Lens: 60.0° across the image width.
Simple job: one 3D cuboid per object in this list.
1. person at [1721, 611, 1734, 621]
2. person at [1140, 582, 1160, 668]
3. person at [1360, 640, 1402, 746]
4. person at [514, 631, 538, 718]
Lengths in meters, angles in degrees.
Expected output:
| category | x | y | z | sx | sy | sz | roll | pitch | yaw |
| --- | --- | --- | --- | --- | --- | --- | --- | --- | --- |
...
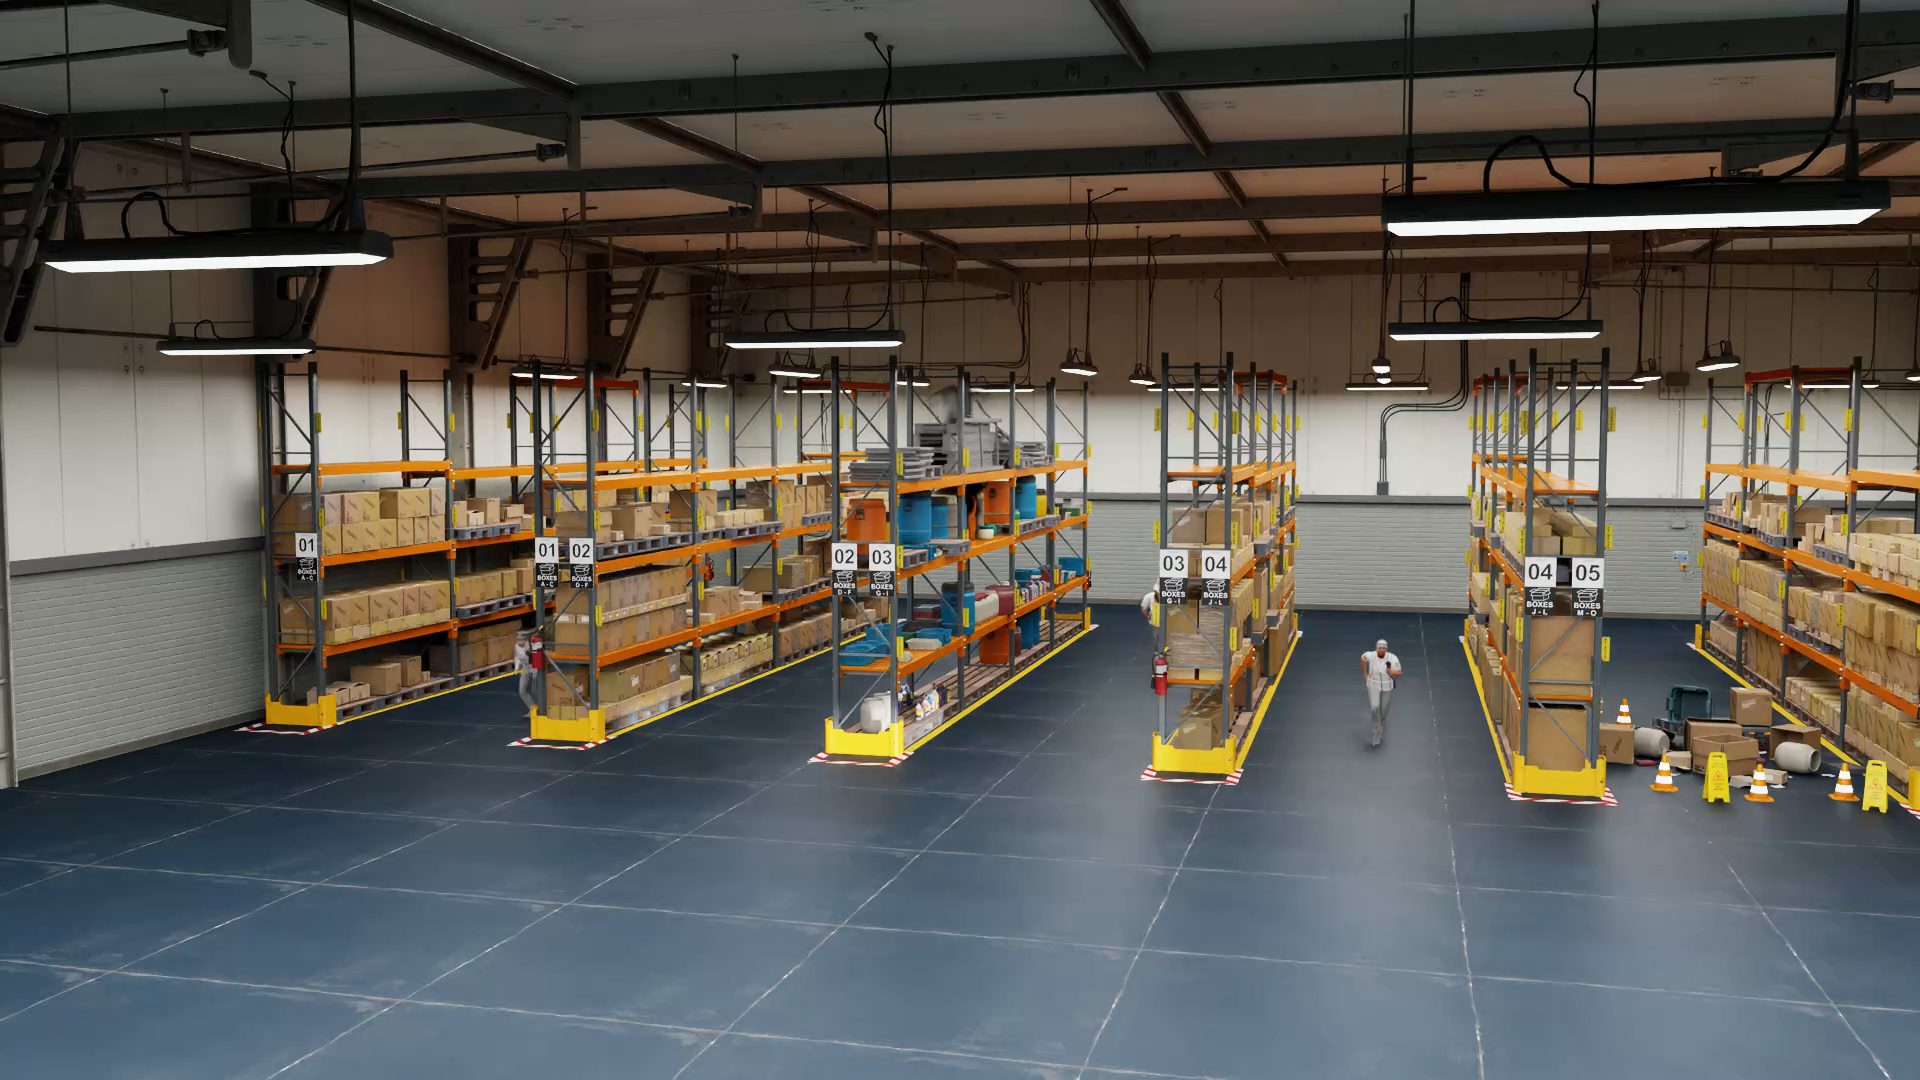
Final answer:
| category | x | y | z | sx | sy | sz | roll | pitch | yaw |
| --- | --- | --- | --- | --- | --- | --- | --- | --- | --- |
| person | 17.542 | 1.551 | 37.693 | 0.545 | 1.595 | 0.609 | 2 | 5 | 30 |
| person | 3.932 | 1.642 | 32.838 | 0.743 | 1.680 | 1.038 | 0 | 4 | 4 |
| person | 6.603 | 2.363 | 26.128 | 0.599 | 1.668 | 0.918 | 0 | 4 | 7 |
| person | -7.282 | 2.263 | 28.462 | 0.626 | 1.497 | 0.964 | 1 | 4 | 18 |
